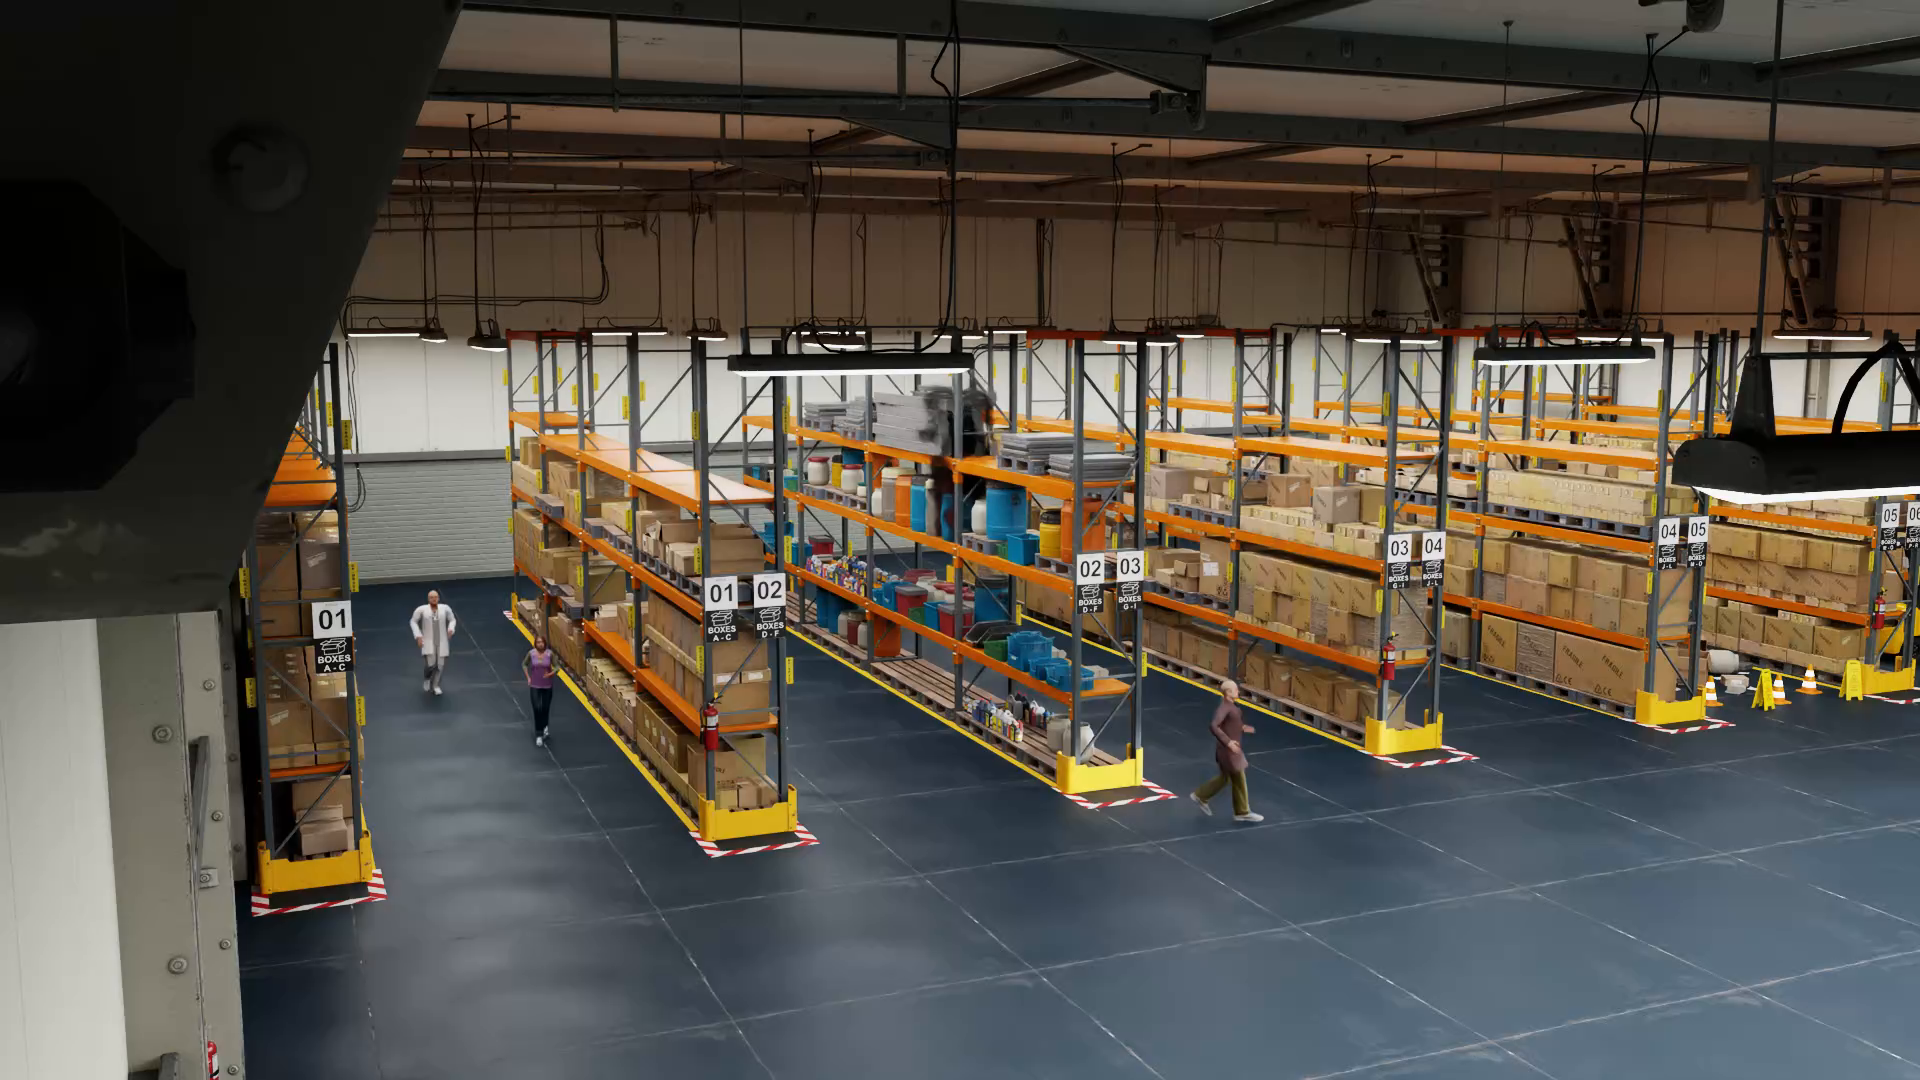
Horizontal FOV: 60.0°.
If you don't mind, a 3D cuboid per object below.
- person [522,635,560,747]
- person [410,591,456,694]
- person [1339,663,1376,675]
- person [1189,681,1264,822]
[{"bbox_3d":[-6.200,2.209,24.660,0.546,1.654,0.656,-2,8,-16],"label":"person"},{"bbox_3d":[-8.735,1.708,27.702,0.722,1.746,0.628,-4,9,-29],"label":"person"},{"bbox_3d":[7.049,1.553,29.019,0.589,1.601,1.034,-5,9,-30],"label":"person"},{"bbox_3d":[3.341,2.622,20.773,0.930,1.765,0.722,1,8,9],"label":"person"}]
